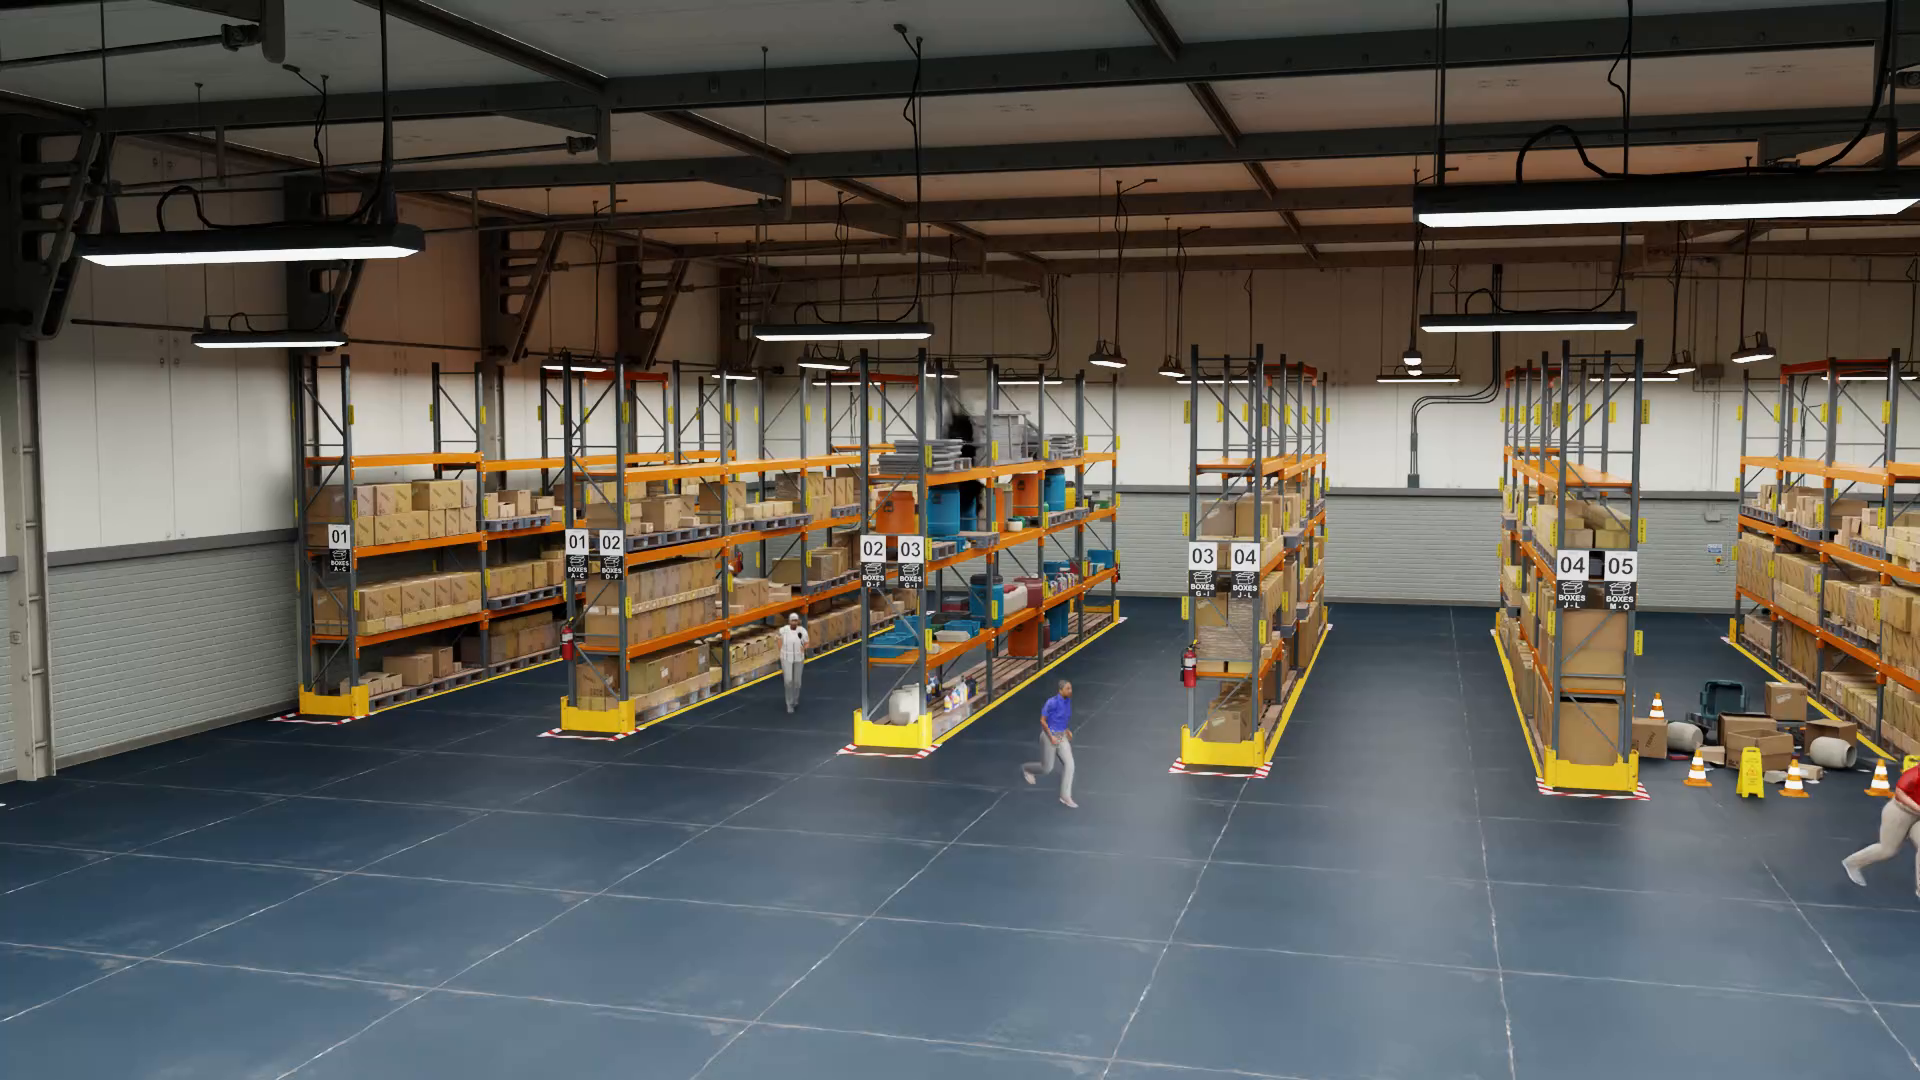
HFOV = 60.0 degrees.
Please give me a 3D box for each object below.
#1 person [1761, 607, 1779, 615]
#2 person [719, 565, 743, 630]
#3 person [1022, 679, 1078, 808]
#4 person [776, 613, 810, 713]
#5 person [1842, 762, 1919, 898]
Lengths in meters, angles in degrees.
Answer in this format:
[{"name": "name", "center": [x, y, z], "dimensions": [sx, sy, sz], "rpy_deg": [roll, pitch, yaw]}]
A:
[{"name": "person", "center": [18.441, 1.401, 37.641], "dimensions": [0.601, 1.563, 0.586], "rpy_deg": [-3, 5, -32]}, {"name": "person", "center": [-4.989, 1.427, 36.082], "dimensions": [0.655, 1.774, 0.845], "rpy_deg": [1, 4, 16]}, {"name": "person", "center": [1.192, 2.604, 21.540], "dimensions": [0.574, 1.651, 0.939], "rpy_deg": [-4, 6, -44]}, {"name": "person", "center": [-2.828, 2.081, 28.261], "dimensions": [0.538, 1.723, 0.857], "rpy_deg": [-1, 4, -15]}, {"name": "person", "center": [9.747, 2.917, 17.211], "dimensions": [0.702, 1.693, 0.926], "rpy_deg": [-4, 6, -39]}]
